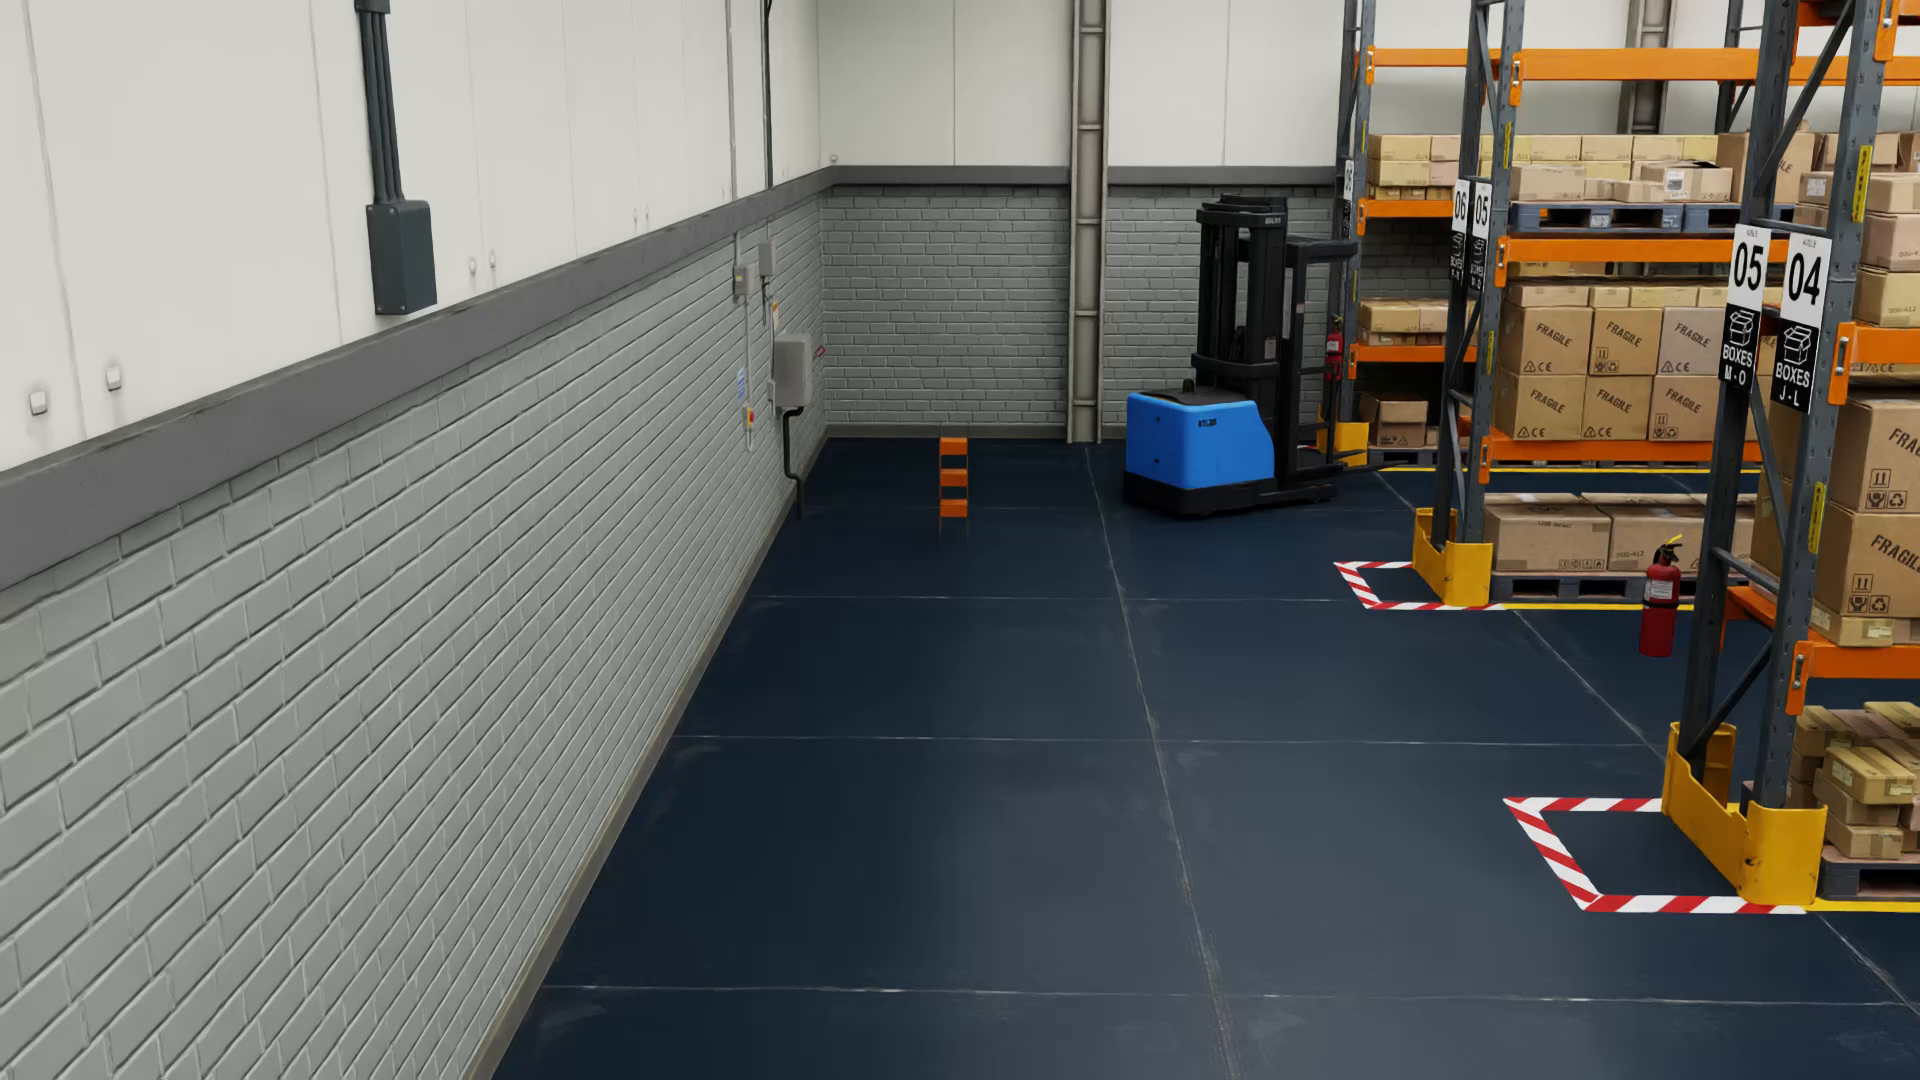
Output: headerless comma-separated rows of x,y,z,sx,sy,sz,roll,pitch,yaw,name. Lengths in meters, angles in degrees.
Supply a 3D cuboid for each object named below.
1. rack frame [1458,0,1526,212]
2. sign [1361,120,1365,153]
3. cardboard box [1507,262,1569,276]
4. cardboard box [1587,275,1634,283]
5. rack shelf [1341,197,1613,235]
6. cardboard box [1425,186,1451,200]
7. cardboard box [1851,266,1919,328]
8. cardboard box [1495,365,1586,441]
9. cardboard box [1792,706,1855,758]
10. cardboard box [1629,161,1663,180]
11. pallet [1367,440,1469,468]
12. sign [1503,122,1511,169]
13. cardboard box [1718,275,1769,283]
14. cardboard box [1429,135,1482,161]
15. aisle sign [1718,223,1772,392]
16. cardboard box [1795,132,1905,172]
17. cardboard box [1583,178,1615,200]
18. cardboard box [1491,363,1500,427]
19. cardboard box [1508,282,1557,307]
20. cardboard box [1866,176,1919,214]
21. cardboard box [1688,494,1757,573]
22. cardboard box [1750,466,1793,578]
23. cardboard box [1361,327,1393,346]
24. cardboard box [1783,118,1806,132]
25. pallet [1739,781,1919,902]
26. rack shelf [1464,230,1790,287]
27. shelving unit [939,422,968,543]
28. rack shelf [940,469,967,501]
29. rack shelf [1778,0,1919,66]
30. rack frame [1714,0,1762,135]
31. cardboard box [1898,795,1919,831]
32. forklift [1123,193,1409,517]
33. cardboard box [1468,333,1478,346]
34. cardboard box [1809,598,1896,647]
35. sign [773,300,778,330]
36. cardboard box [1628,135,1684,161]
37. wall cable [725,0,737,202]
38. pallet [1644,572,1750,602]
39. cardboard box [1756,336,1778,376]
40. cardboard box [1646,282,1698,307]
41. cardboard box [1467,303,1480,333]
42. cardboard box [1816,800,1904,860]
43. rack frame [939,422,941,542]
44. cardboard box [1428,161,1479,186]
3.975,-3.985,12.304,0.127,3.000,1.000,0,15,1,rack frame
4.085,-4.085,16.849,0.005,0.325,0.100,0,15,1,sign
6.045,-2.703,17.444,0.500,0.500,0.500,1,15,3,cardboard box
5.105,-1.990,13.077,0.250,0.149,0.380,1,15,3,cardboard box
6.098,-3.440,17.527,4.000,0.370,1.077,0,15,1,rack shelf
4.930,-3.617,17.280,0.250,0.149,0.380,0,15,2,cardboard box
4.392,-1.131,7.660,0.500,0.250,0.500,1,15,3,cardboard box
4.448,-1.056,12.767,0.500,0.500,0.500,0,15,1,cardboard box
4.486,1.005,8.748,0.250,0.149,0.380,1,15,2,cardboard box
7.089,-3.786,17.140,0.500,0.250,0.500,0,15,0,cardboard box
4.971,-0.996,18.202,1.213,0.211,1.003,0,15,1,pallet
3.955,-2.854,12.029,0.005,0.325,0.100,0,15,1,sign
6.143,-1.987,13.062,0.250,0.149,0.380,0,15,2,cardboard box
5.044,-4.038,17.118,0.500,0.250,0.500,0,15,1,cardboard box
3.885,-1.155,8.242,0.004,0.787,0.394,0,15,1,aisle sign
6.625,-2.810,12.511,0.637,0.503,0.797,2,15,6,cardboard box
4.849,-2.702,12.795,0.250,0.149,0.380,-1,15,-3,cardboard box
4.464,-1.197,13.300,0.500,0.500,0.500,0,15,2,cardboard box
4.323,-1.857,12.570,0.250,0.149,0.380,1,15,3,cardboard box
4.268,-1.573,7.576,0.250,0.149,0.380,0,15,1,cardboard box
6.454,-0.059,13.385,0.875,0.438,0.875,0,15,0,cardboard box
4.406,-0.076,8.469,0.500,0.500,0.500,1,15,3,cardboard box
4.420,-2.156,17.626,0.250,0.149,0.380,0,15,1,cardboard box
8.389,-4.157,16.916,0.258,0.266,0.396,0,15,1,cardboard box
4.837,1.542,8.582,1.213,0.211,1.003,0,15,1,pallet
5.975,-2.174,12.729,4.000,0.370,1.077,0,15,1,rack shelf
-0.053,-0.508,14.707,0.252,1.050,0.215,0,15,1,shelving unit
-0.053,-0.498,14.710,0.240,0.259,0.215,0,15,1,rack shelf
5.949,-2.359,7.560,4.000,0.370,1.077,0,15,1,rack shelf
8.097,-5.225,17.003,0.127,3.000,1.000,0,15,1,rack frame
4.740,1.295,8.232,0.250,0.149,0.380,0,15,1,cardboard box
3.129,-1.887,16.246,3.031,2.935,1.130,-9,17,-29,forklift
5.456,-2.156,17.625,0.250,0.149,0.380,1,15,2,cardboard box
4.265,0.386,7.989,0.250,0.149,0.380,0,15,1,cardboard box
-1.671,-2.036,15.059,0.001,0.242,0.339,0,15,1,sign
7.079,-4.030,17.087,0.500,0.250,0.500,0,15,1,cardboard box
-1.718,-3.950,12.172,0.029,3.000,0.463,0,15,1,wall cable
5.993,0.258,13.448,1.213,0.211,1.003,0,15,1,pallet
5.978,-1.534,12.619,0.500,0.500,0.500,0,15,2,cardboard box
5.371,-1.857,12.570,0.250,0.149,0.380,1,15,2,cardboard box
5.556,-2.344,17.555,0.500,0.250,0.500,0,15,0,cardboard box
4.466,1.439,8.270,0.250,0.149,0.380,1,15,3,cardboard box
-0.175,-0.509,14.710,0.008,1.050,0.200,0,15,1,rack frame
5.044,-3.801,17.198,0.500,0.250,0.500,1,15,2,cardboard box
